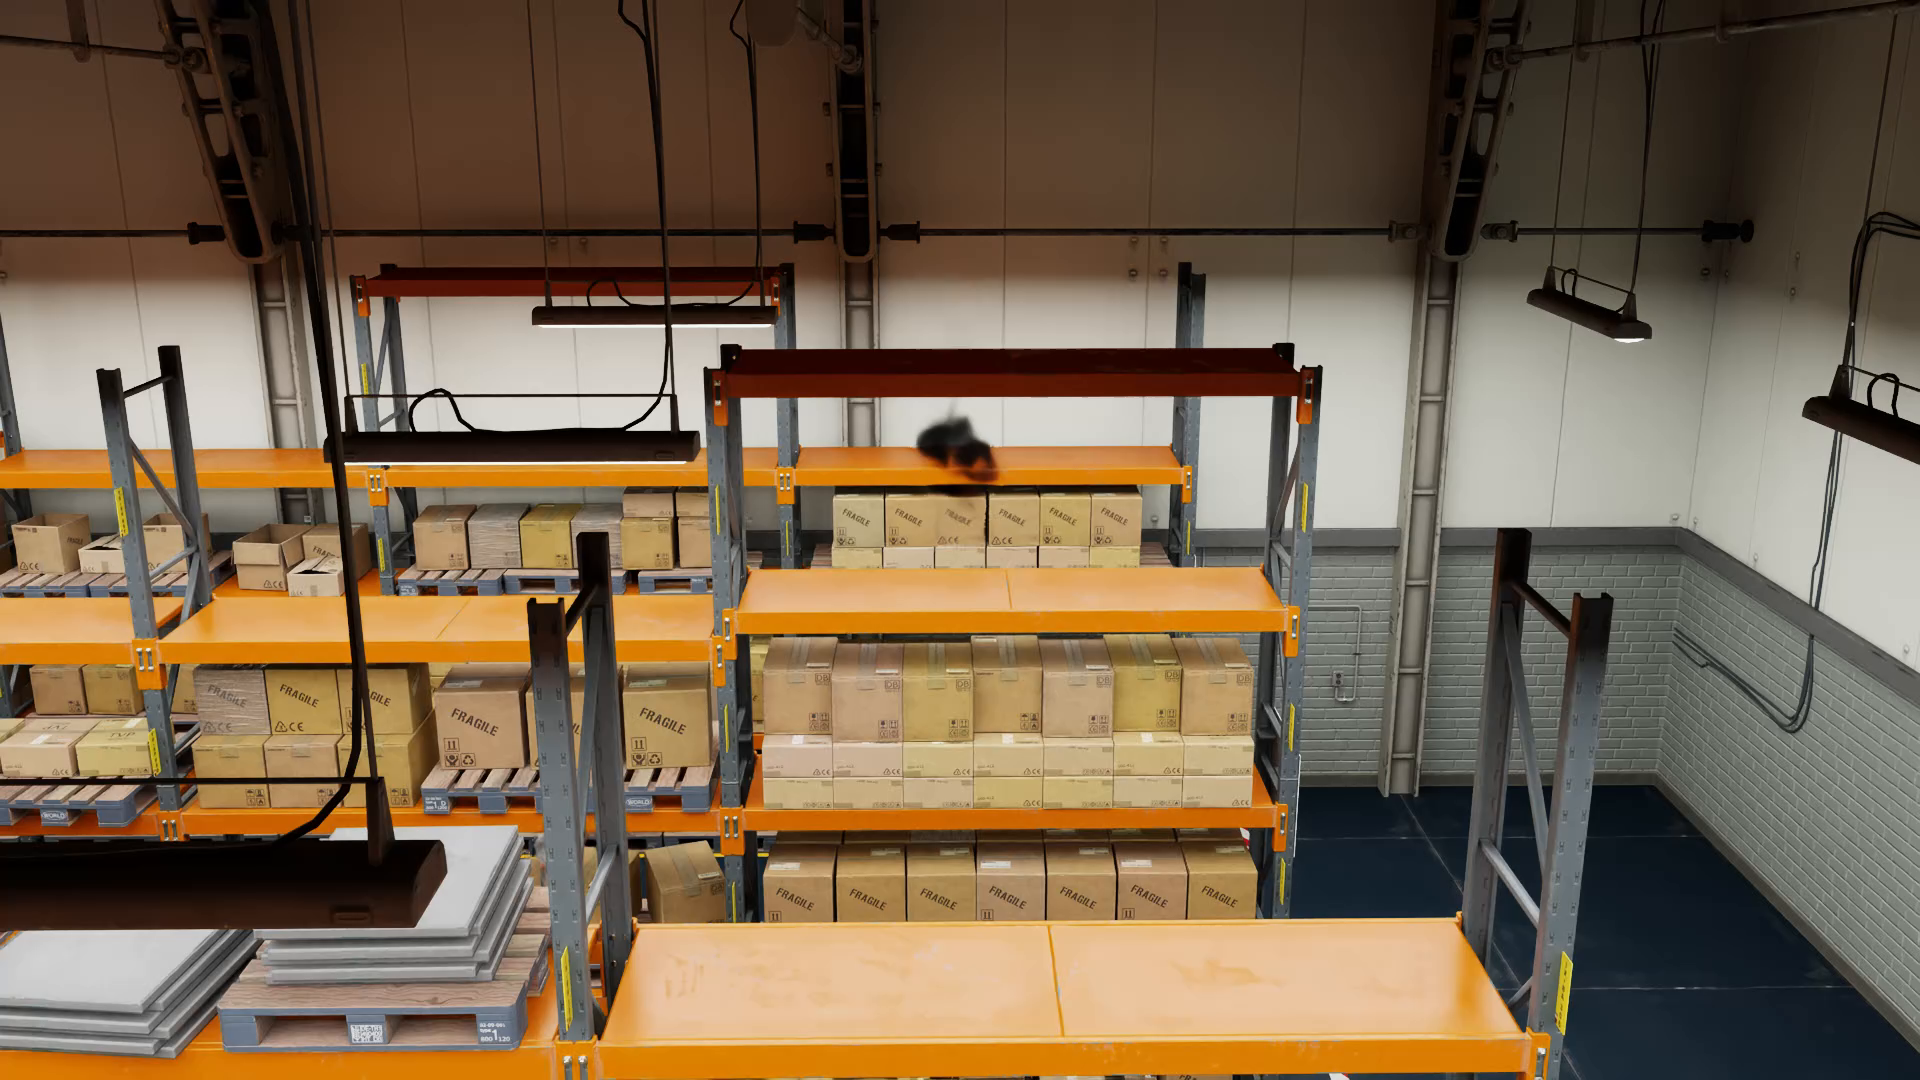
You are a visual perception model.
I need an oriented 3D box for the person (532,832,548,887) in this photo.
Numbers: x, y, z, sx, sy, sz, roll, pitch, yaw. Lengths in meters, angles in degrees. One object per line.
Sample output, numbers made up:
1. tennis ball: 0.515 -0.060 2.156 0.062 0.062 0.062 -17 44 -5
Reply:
1. person: -3.544 3.044 14.763 0.802 1.654 0.563 1 16 3
